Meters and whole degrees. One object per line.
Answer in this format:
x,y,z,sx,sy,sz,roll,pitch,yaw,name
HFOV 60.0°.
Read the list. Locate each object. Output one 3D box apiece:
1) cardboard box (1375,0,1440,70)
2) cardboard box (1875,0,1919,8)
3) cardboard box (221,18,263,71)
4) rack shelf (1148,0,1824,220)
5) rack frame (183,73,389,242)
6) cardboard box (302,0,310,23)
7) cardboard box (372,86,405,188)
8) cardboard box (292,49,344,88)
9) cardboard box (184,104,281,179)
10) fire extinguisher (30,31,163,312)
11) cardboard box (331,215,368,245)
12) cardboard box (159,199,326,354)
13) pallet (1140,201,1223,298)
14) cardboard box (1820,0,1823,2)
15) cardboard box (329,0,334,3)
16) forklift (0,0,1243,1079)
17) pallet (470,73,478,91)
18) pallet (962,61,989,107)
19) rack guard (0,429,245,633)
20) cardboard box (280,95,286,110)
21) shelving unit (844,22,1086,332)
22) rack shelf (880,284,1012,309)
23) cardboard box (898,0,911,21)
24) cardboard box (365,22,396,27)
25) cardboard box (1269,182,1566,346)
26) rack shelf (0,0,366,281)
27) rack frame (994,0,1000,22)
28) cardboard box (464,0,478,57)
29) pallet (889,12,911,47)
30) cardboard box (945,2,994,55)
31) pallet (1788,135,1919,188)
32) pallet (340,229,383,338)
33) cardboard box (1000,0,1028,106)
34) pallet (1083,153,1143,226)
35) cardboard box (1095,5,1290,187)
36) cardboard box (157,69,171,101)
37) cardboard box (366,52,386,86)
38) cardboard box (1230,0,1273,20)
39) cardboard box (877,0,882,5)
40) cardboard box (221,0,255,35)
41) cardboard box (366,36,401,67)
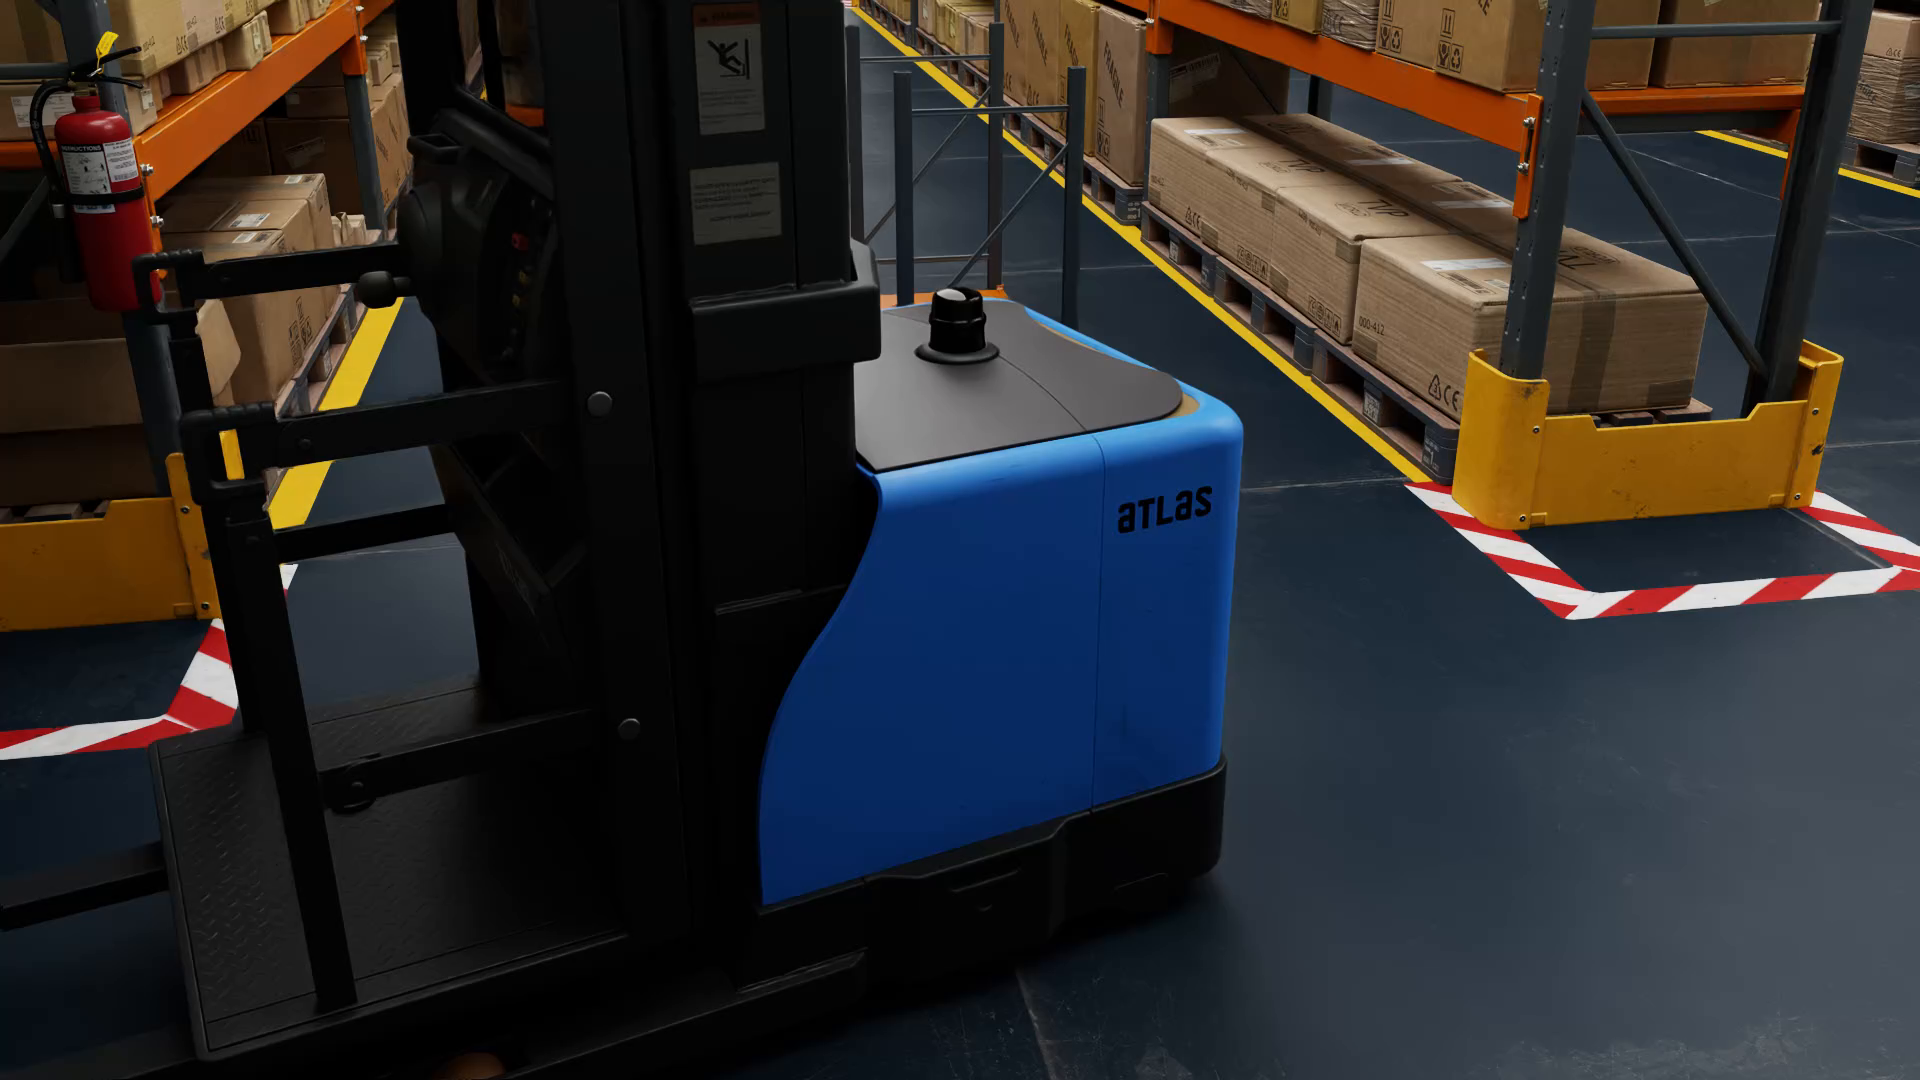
1.811,-1.935,5.807,0.500,0.500,0.500,-5,24,-11,cardboard box
6.367,-3.410,10.971,0.500,0.250,0.500,-4,24,-8,cardboard box
-2.619,-1.696,5.700,0.380,0.149,0.250,-5,24,-11,cardboard box
1.869,-1.977,6.928,1.077,0.370,4.000,-4,24,-10,rack shelf
-3.379,-2.725,7.741,1.000,3.000,0.127,-4,24,-10,rack frame
-2.908,-2.196,6.845,0.380,0.149,0.250,-4,24,-8,cardboard box
-3.355,-2.187,9.109,0.500,0.500,0.500,-5,24,-10,cardboard box
-3.243,-2.361,8.326,0.380,0.149,0.250,-5,24,-11,cardboard box
-3.760,-1.943,8.549,0.500,0.500,0.500,-4,24,-10,cardboard box
-2.158,-0.921,4.174,0.296,0.674,0.183,-4,24,-10,fire extinguisher
-2.987,-1.413,7.775,0.380,0.149,0.250,-5,24,-11,cardboard box
-2.778,-1.000,6.391,0.500,0.500,0.500,-4,24,-9,cardboard box
1.562,-1.511,8.445,1.003,0.211,1.213,-4,24,-10,pallet
5.765,-3.574,11.348,0.500,0.250,0.500,-5,24,-12,cardboard box
-3.071,-2.503,7.547,0.380,0.149,0.250,-4,24,-9,cardboard box
-0.992,-0.498,2.729,3.031,2.935,1.130,-12,26,-25,forklift
-4.232,-3.347,12.649,1.003,0.211,1.213,-4,24,-10,pallet
0.616,-3.696,13.450,1.003,0.211,1.213,-4,24,-10,pallet
-2.653,-0.036,4.707,1.175,0.500,0.348,-4,24,-10,rack guard
-3.311,-2.333,8.632,0.380,0.149,0.250,-5,24,-11,cardboard box
-0.014,-0.717,5.018,0.587,1.500,1.083,-4,24,-10,shelving unit
-0.016,-0.556,5.099,0.538,0.185,1.000,-4,24,-10,rack shelf
-0.354,-5.385,16.743,0.500,0.250,0.500,-3,24,-7,cardboard box
-3.692,-3.255,10.743,0.380,0.149,0.250,-5,24,-12,cardboard box
1.841,-1.150,6.812,0.875,0.438,0.875,-4,24,-8,cardboard box
-3.009,-1.608,6.084,1.077,0.370,4.000,-4,24,-10,rack shelf
0.759,-4.667,12.188,1.000,3.000,0.127,-4,24,-10,rack frame
-4.615,-4.465,14.169,0.875,0.625,0.625,-5,24,-10,cardboard box
-0.140,-5.224,16.947,1.003,0.211,1.213,-4,24,-10,pallet
0.385,-4.466,14.487,0.950,0.372,0.625,-4,24,-8,cardboard box
6.199,-2.528,10.774,1.003,0.211,1.213,-4,24,-10,pallet
-3.253,-1.176,7.680,1.003,0.211,1.213,-4,24,-10,pallet
0.805,-3.608,11.893,0.875,0.875,0.875,-5,24,-10,cardboard box
1.282,-2.114,9.826,1.003,0.211,1.213,-4,24,-10,pallet
1.305,-2.550,9.471,0.875,0.875,0.875,-4,24,-8,cardboard box
-2.605,-1.383,4.983,0.380,0.149,0.250,-5,24,-10,cardboard box
-3.443,-2.641,9.337,0.380,0.149,0.250,-4,24,-10,cardboard box
1.503,-2.541,7.195,0.500,0.500,0.500,-4,24,-9,cardboard box
-0.643,-5.993,18.135,0.500,0.250,0.500,-3,24,-6,cardboard box
-2.649,-1.815,5.473,0.500,0.250,0.500,-5,24,-11,cardboard box
-3.560,-2.943,10.029,0.380,0.149,0.250,-5,24,-12,cardboard box
